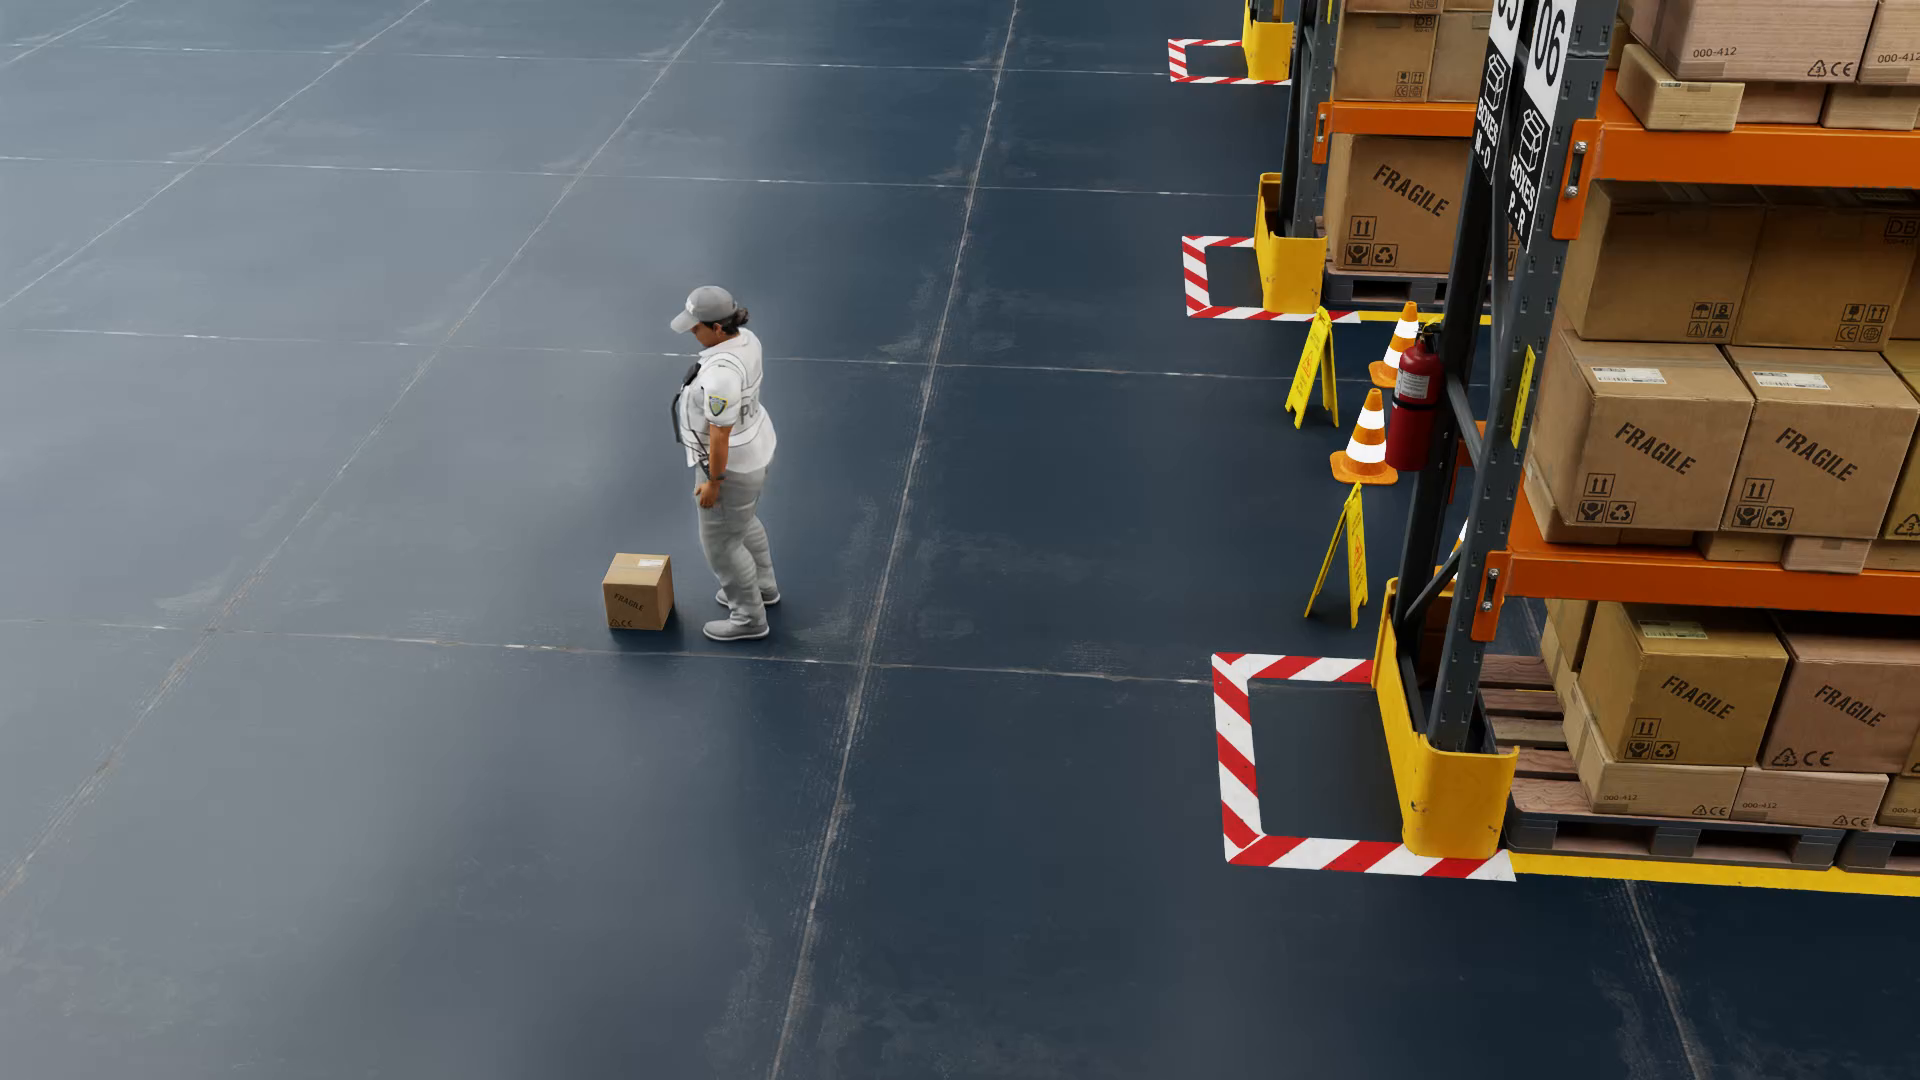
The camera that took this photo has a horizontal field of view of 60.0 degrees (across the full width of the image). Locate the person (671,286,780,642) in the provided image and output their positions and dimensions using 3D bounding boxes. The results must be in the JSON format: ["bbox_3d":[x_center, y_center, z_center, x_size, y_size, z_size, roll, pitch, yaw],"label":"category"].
[{"bbox_3d":[-0.998,-0.326,7.191,0.389,1.655,0.473,3,32,5],"label":"person"}]
